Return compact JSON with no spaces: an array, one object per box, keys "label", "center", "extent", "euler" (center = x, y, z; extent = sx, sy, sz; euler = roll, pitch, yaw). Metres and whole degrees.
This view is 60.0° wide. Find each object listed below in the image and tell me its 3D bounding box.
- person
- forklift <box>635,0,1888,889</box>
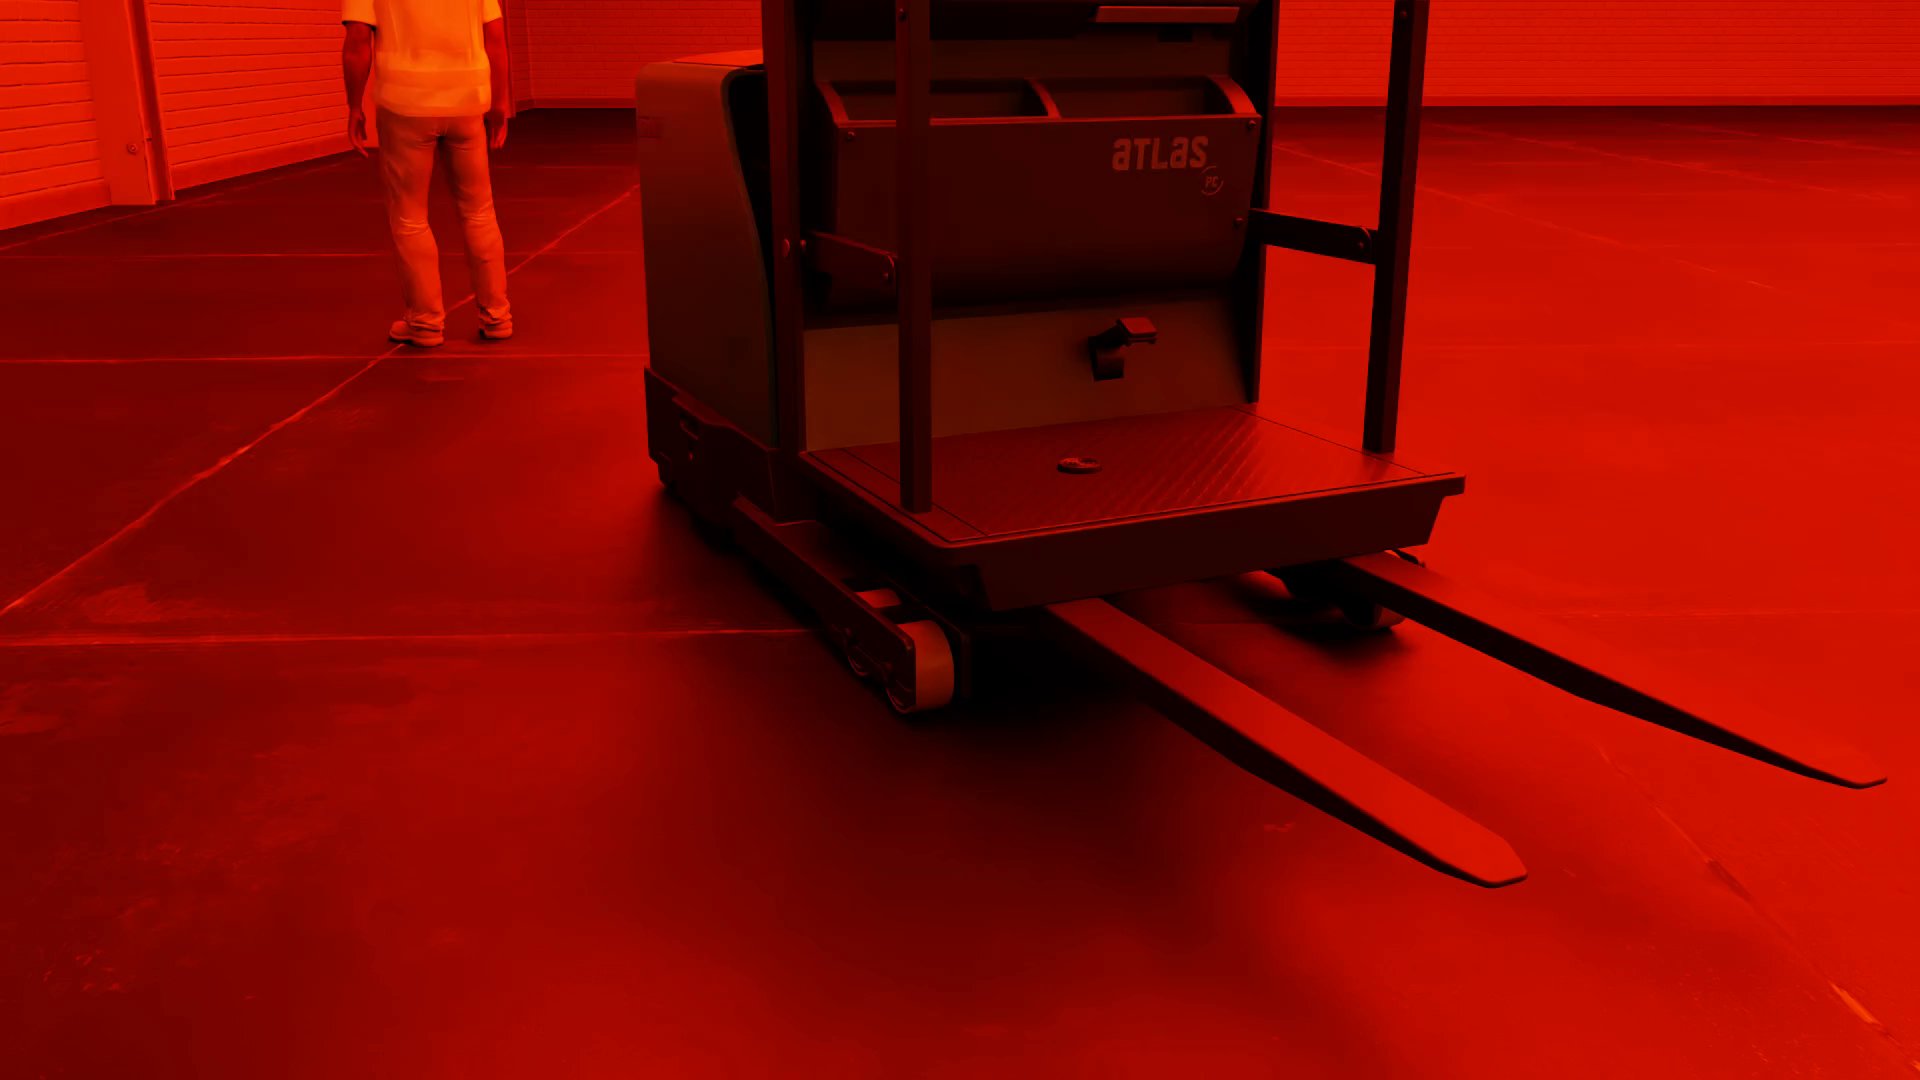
[{"label":"person","center":[-1.989,-1.620,6.214],"extent":[0.629,1.759,0.461],"euler":[-13,21,-36]},{"label":"forklift","center":[0.258,-1.240,2.962],"extent":[1.130,2.935,3.031],"euler":[-8,19,-24]}]
